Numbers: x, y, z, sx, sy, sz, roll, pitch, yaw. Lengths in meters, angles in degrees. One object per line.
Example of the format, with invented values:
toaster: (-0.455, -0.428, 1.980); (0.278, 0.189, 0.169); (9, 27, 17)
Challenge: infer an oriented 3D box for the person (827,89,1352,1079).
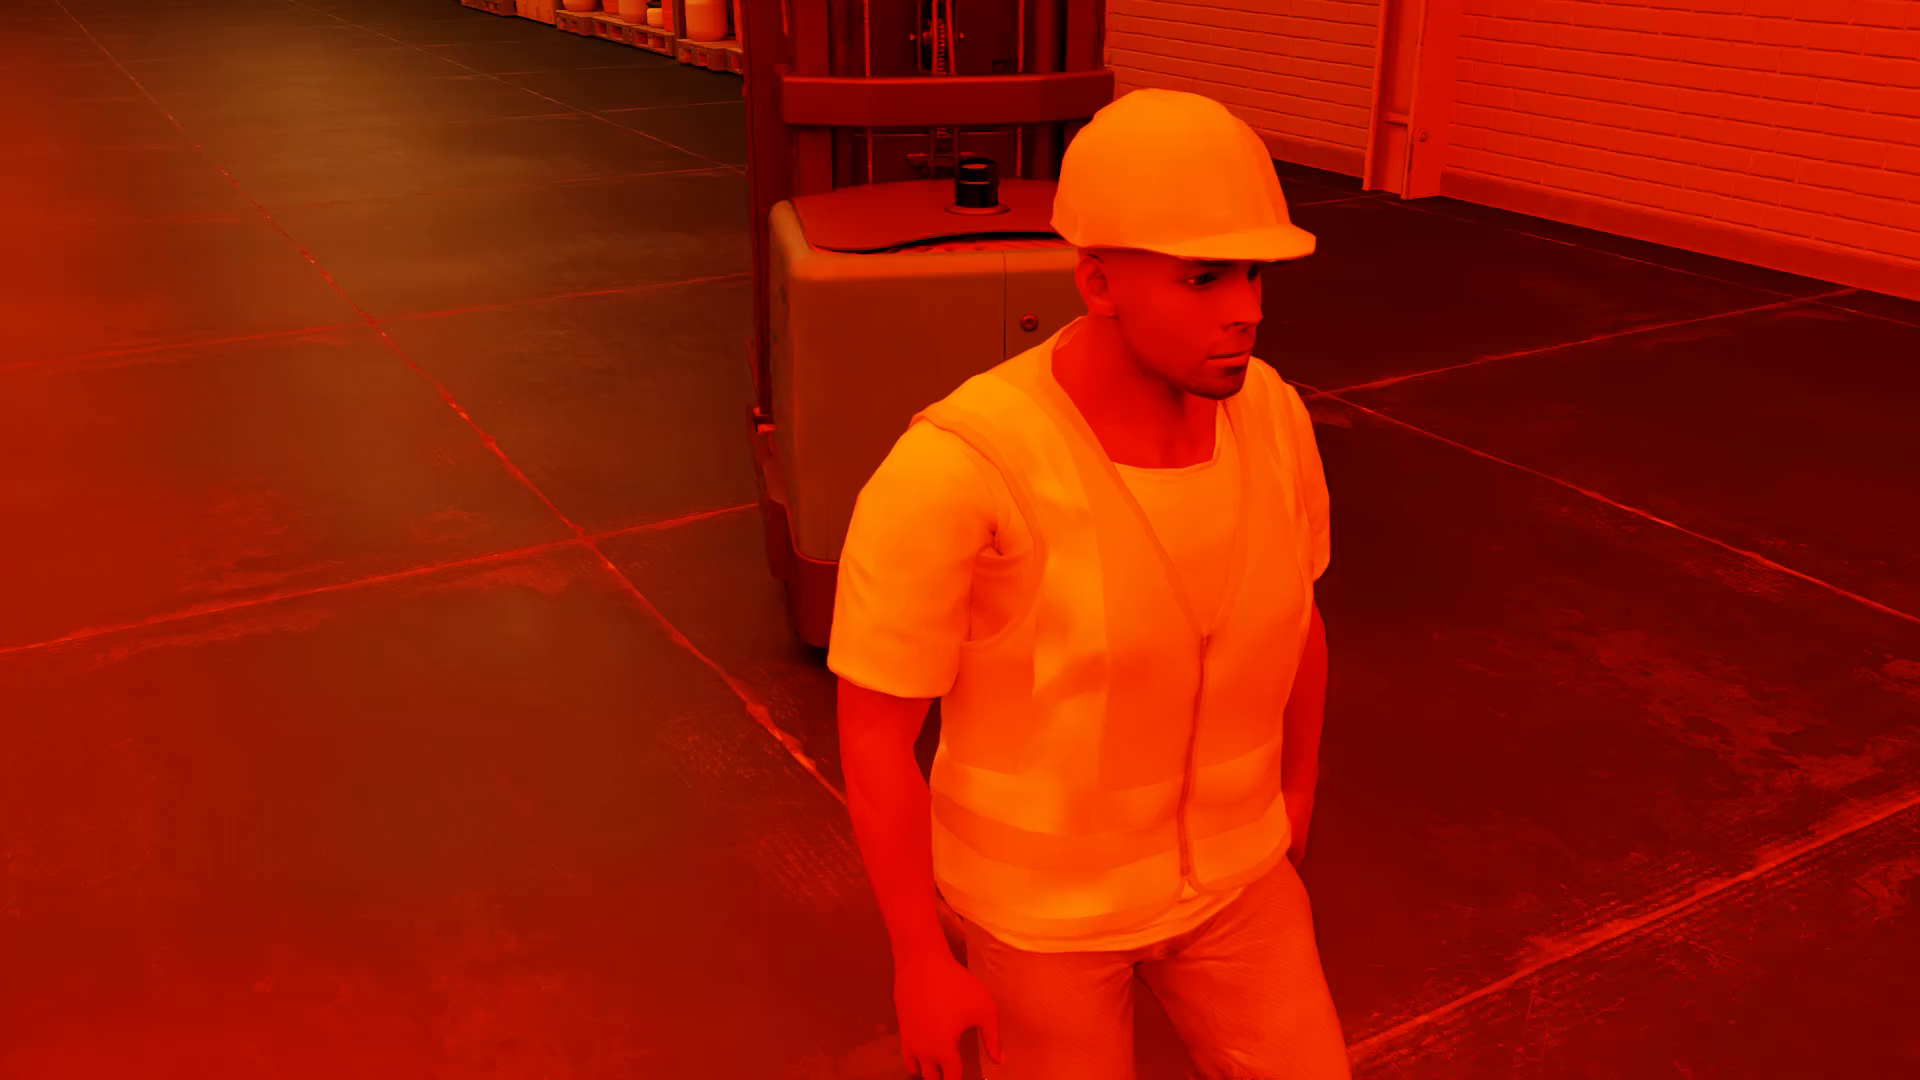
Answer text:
person: (0.214, 0.424, 1.885); (0.666, 1.806, 0.557); (-12, 25, -26)

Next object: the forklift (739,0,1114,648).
forklift: (-0.151, -1.604, 5.183); (1.130, 2.935, 3.031); (-4, 23, -9)
